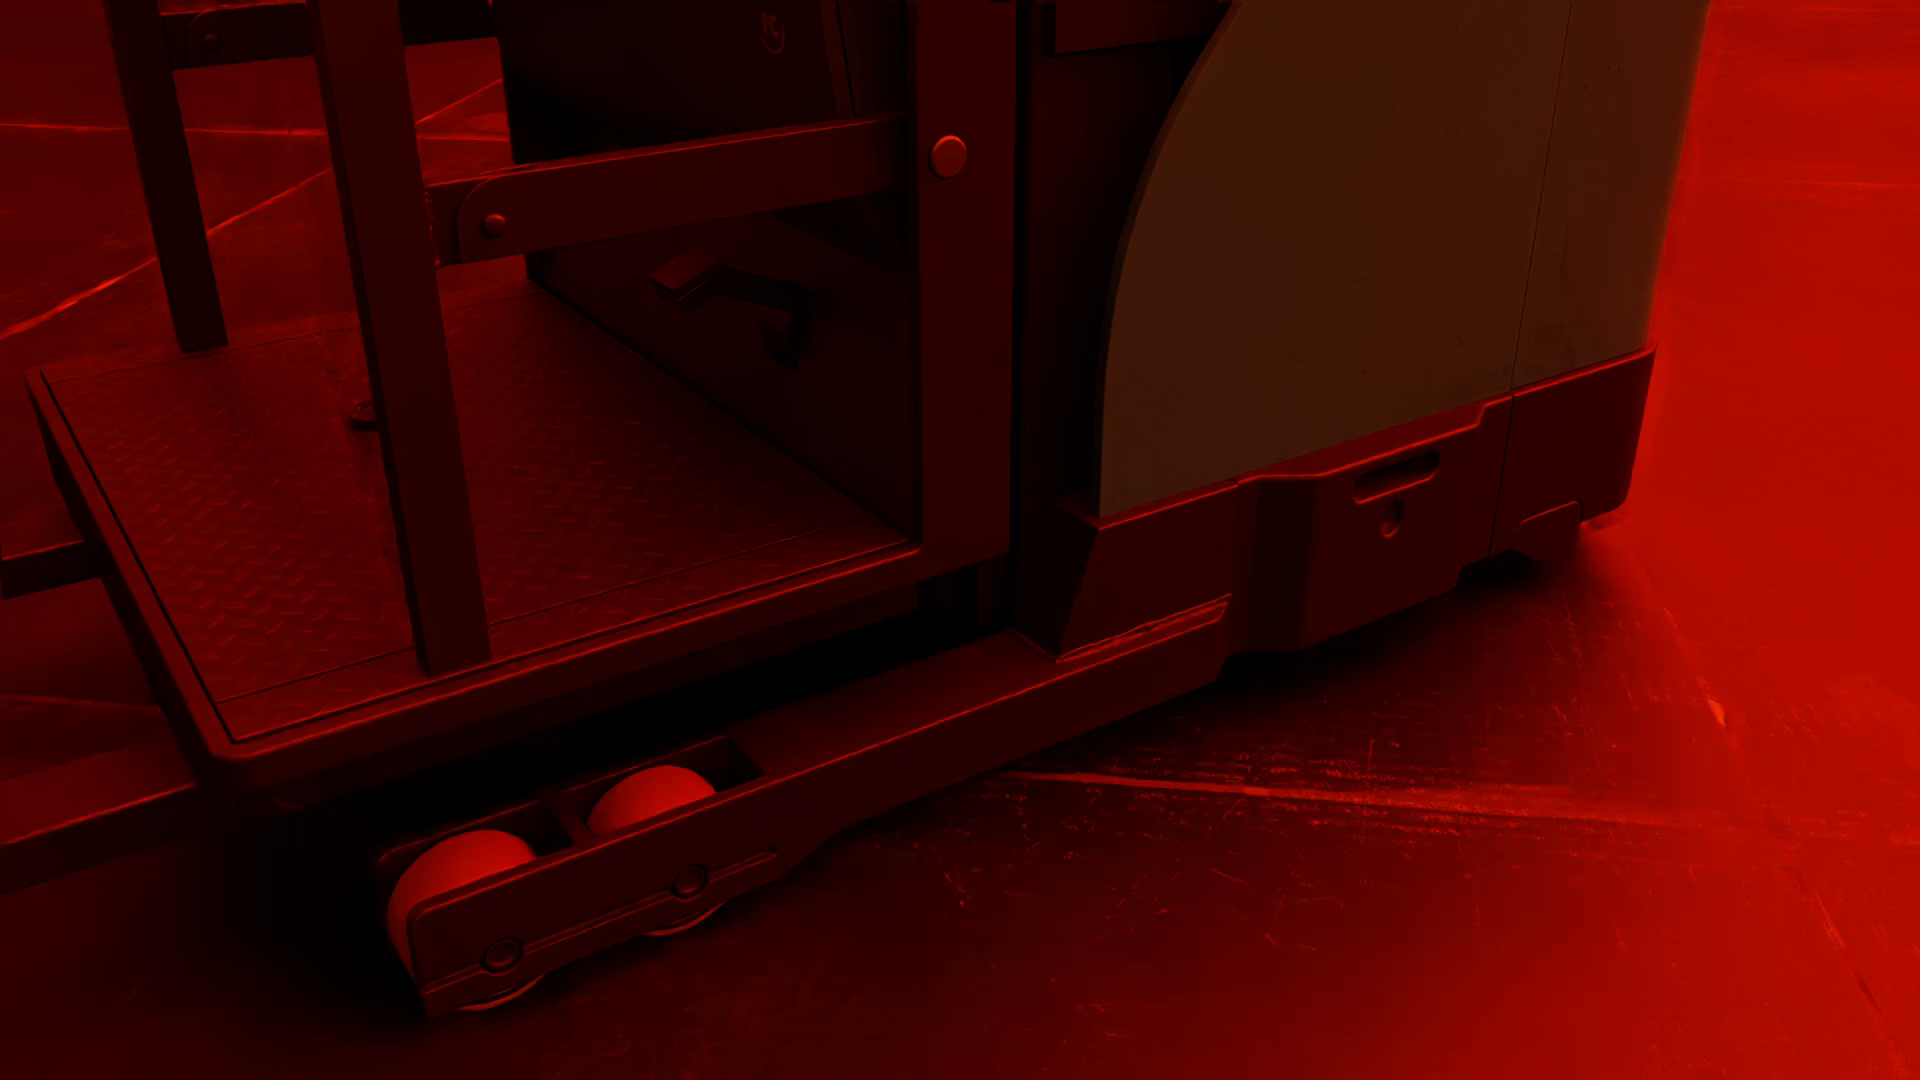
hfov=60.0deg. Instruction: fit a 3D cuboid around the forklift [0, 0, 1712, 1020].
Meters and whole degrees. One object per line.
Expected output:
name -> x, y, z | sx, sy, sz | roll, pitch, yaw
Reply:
forklift -> -0.508, -1.130, 1.483 | 3.031, 2.935, 1.130 | -17, 31, -30
